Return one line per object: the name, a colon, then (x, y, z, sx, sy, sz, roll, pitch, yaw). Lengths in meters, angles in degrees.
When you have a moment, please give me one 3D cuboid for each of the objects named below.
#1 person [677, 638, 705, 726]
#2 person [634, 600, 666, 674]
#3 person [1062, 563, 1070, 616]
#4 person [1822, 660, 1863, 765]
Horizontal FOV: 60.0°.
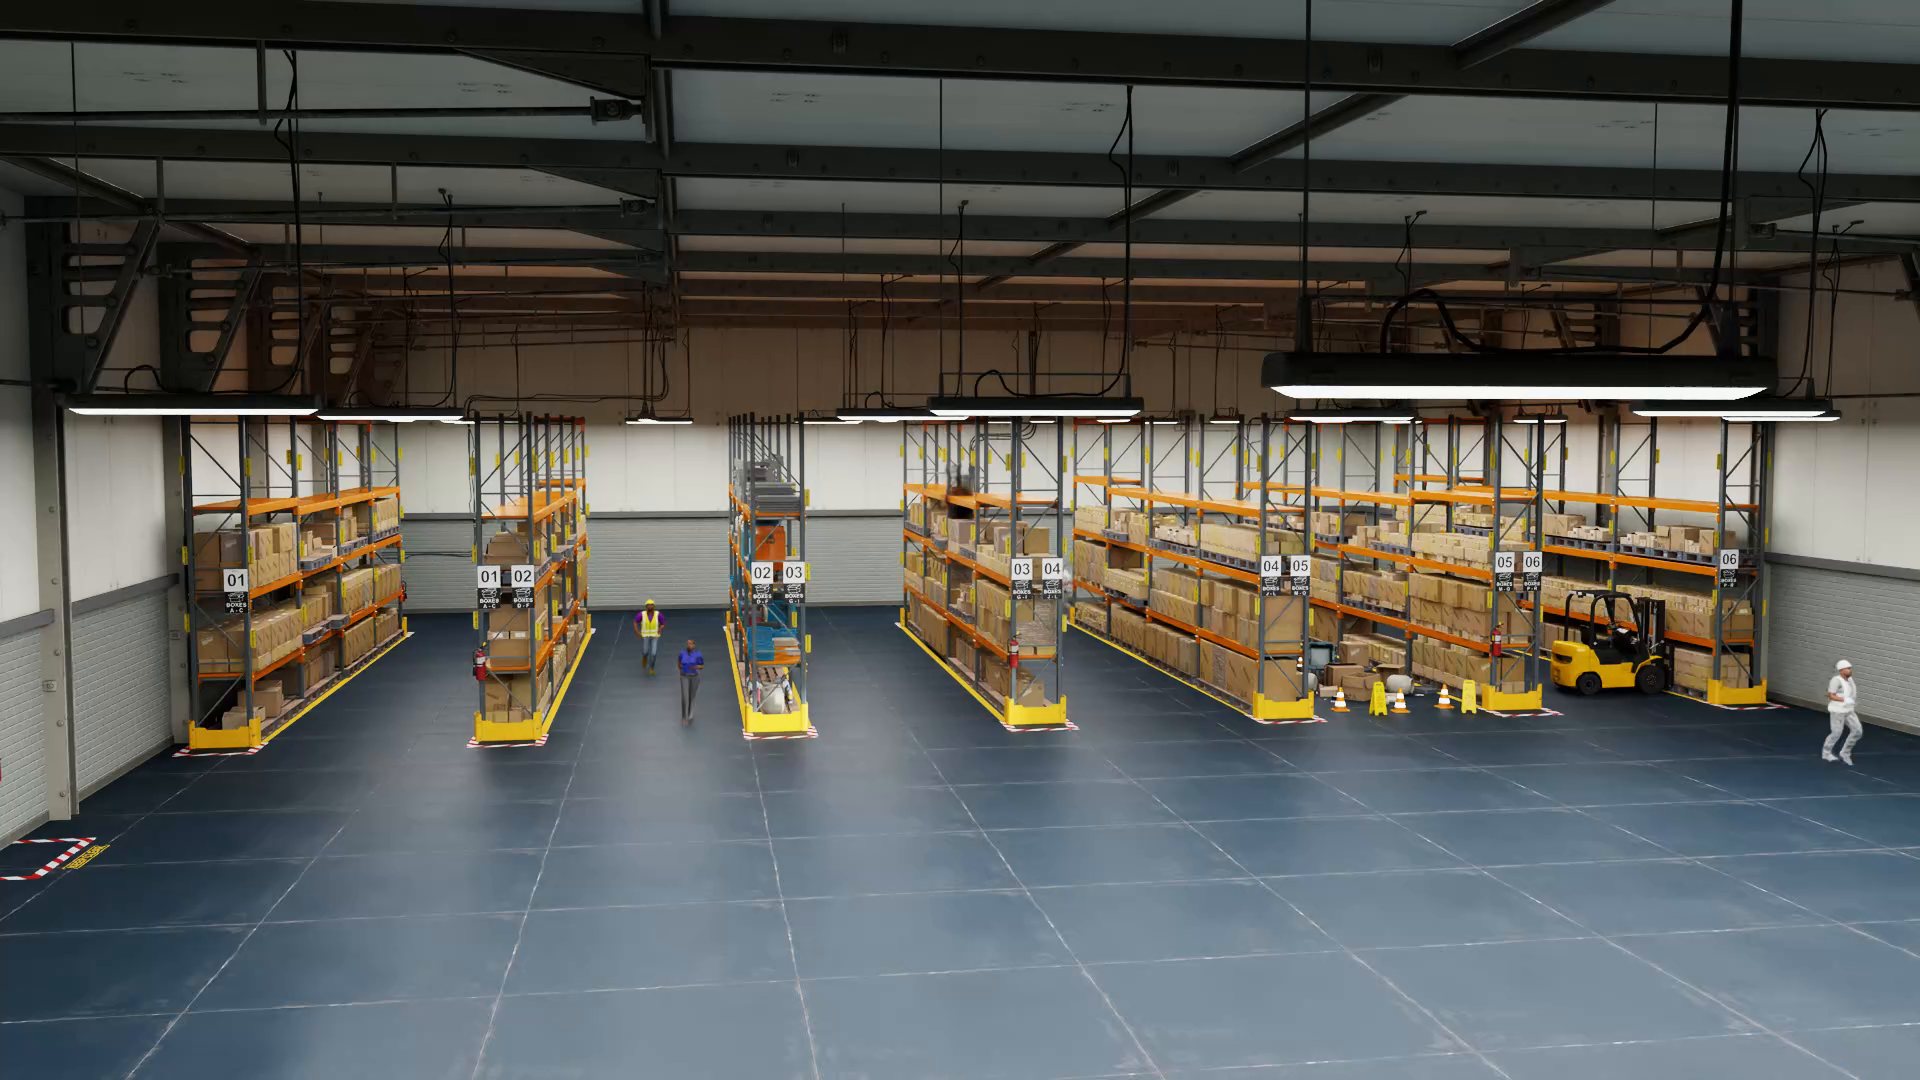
person: (-5.187, 2.733, 32.029, 0.543, 1.695, 0.744, 0, 4, -6)
person: (-7.180, 2.244, 38.543, 0.730, 1.726, 0.594, -1, 4, -12)
person: (3.107, 1.520, 49.753, 0.736, 1.747, 0.841, -1, 4, -21)
person: (14.955, 2.936, 28.140, 0.672, 1.815, 0.718, -2, 4, -26)
